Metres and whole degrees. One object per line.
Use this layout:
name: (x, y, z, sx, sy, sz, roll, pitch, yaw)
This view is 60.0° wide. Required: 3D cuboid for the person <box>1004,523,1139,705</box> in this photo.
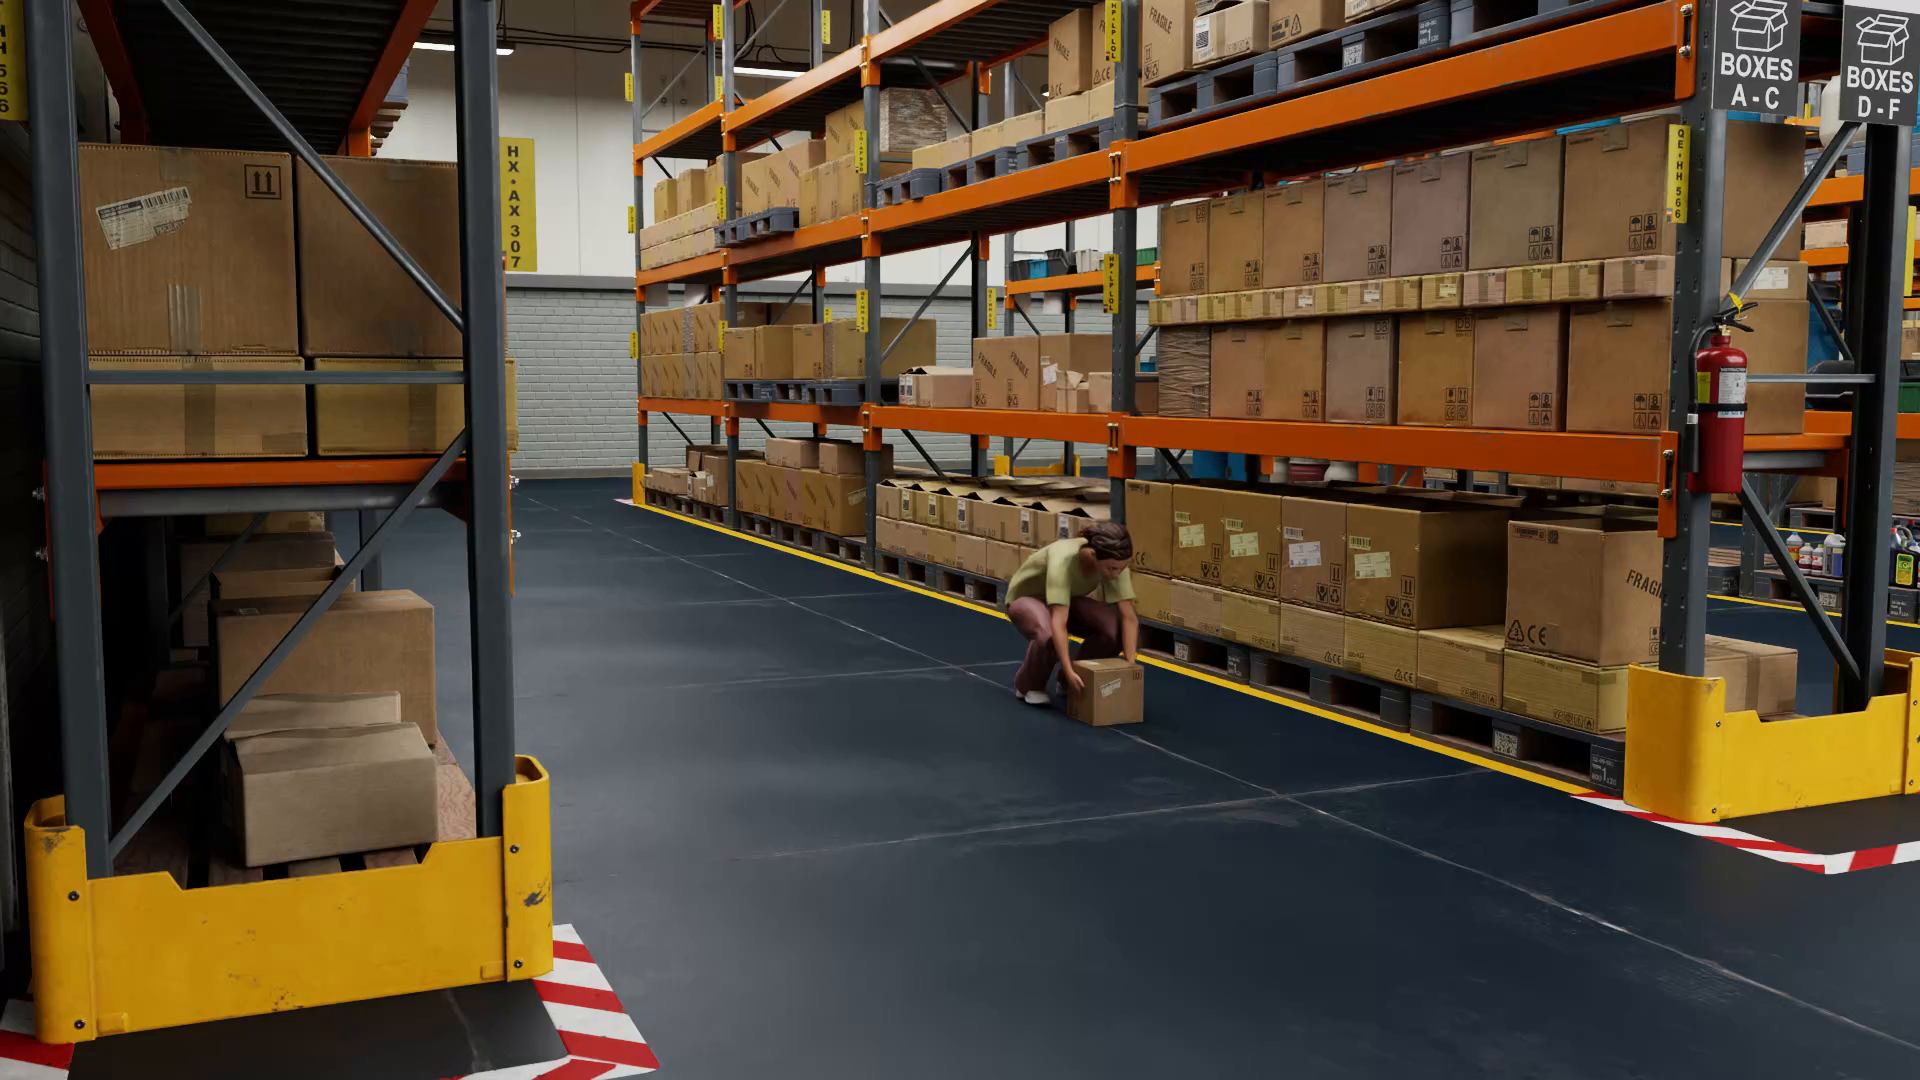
person: (0.525, 0.335, 7.695, 0.487, 0.873, 0.801, -2, 6, -24)
